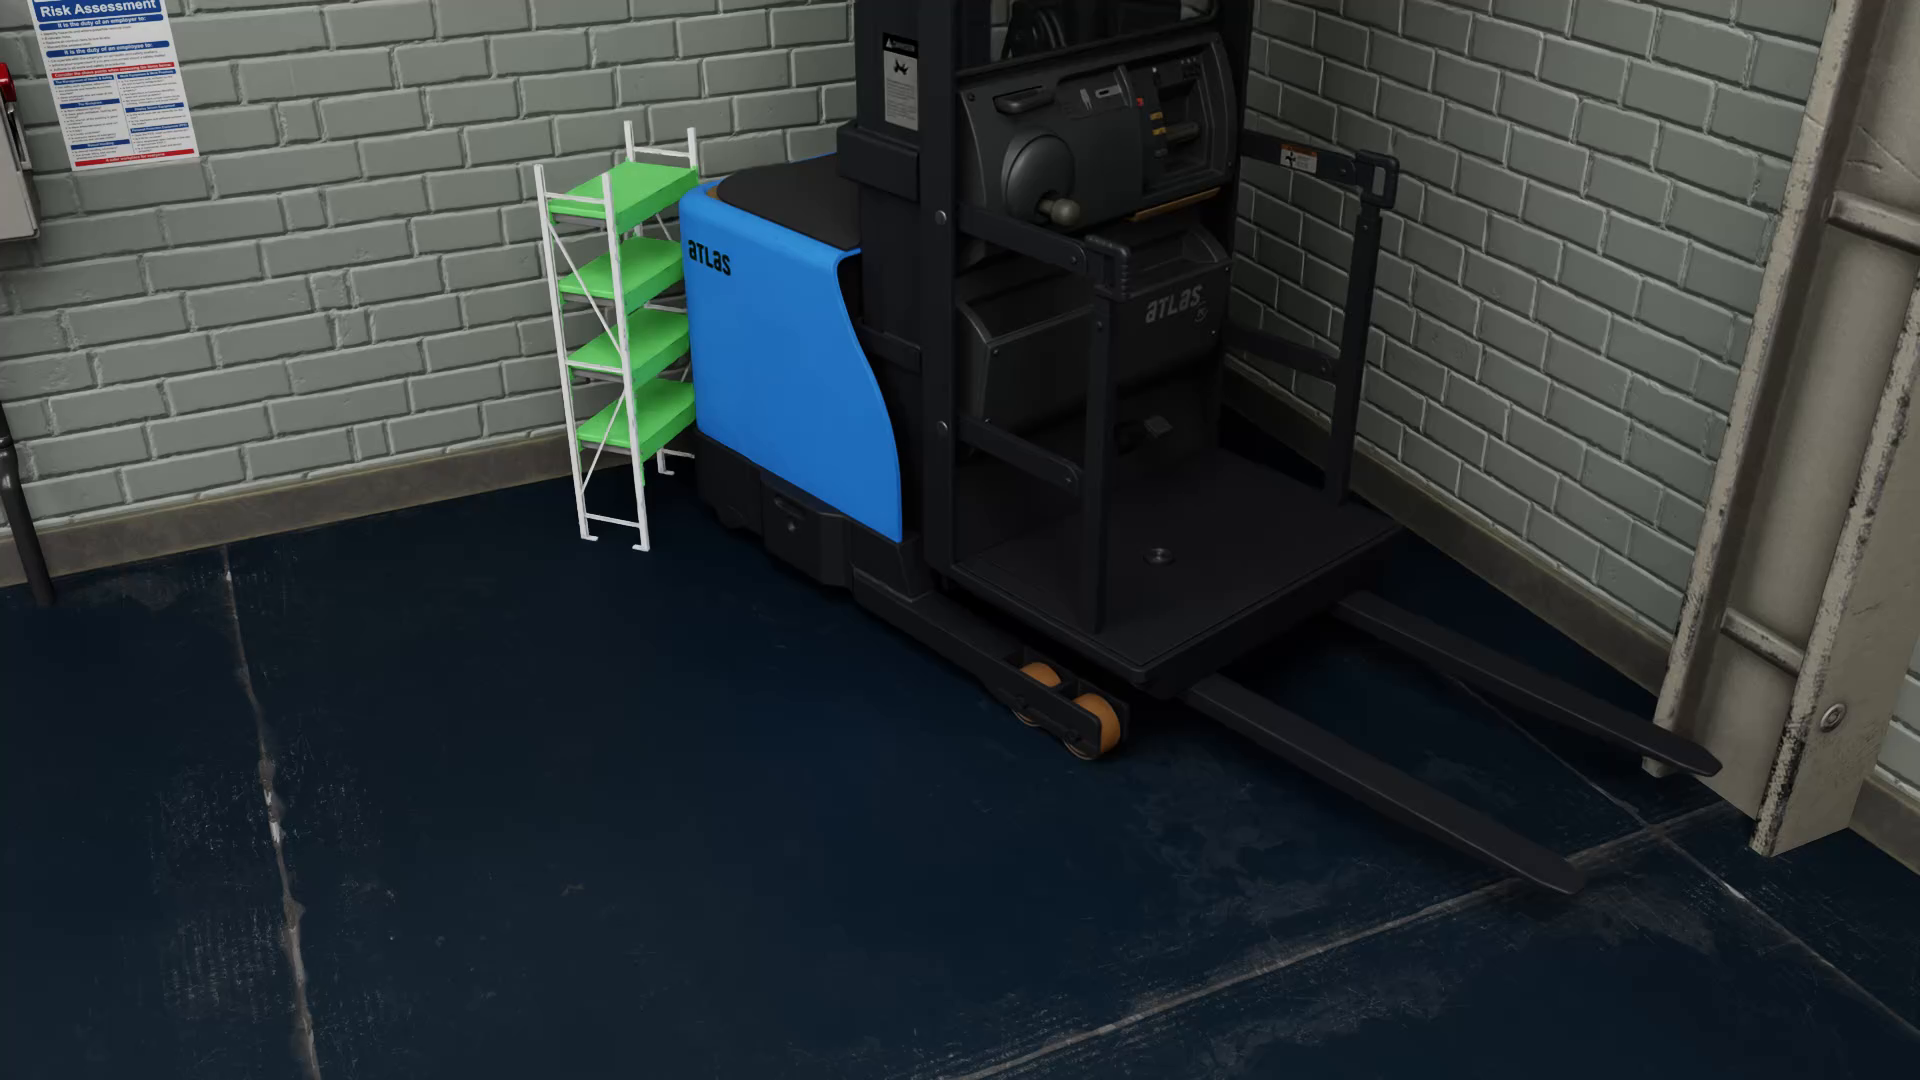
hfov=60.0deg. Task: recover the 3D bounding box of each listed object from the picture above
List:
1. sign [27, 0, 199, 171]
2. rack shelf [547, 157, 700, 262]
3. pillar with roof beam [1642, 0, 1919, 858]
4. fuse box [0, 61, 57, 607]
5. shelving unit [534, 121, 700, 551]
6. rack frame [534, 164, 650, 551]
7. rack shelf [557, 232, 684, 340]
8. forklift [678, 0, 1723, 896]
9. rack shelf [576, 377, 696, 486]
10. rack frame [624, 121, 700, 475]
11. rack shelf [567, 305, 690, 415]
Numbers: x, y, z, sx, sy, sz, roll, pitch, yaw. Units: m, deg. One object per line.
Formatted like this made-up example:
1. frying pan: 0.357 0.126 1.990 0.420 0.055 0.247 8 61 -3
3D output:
1. sign: -2.311 -1.271 4.547 0.329 0.494 0.001 -13 32 -22
2. rack shelf: -0.997 -0.987 4.932 0.258 0.148 0.480 10 31 18
3. pillar with roof beam: -1.936 -2.392 0.315 9.100 9.000 0.400 -13 32 -22
4. fuse box: -2.668 -0.555 4.491 0.539 1.711 0.414 -13 32 -22
5. shelving unit: -0.997 -0.624 5.135 0.258 1.200 0.503 10 31 18
6. rack frame: -1.084 -0.512 4.936 0.240 1.200 0.015 10 31 18
7. rack shelf: -0.997 -0.777 5.049 0.258 0.148 0.480 10 31 18
8. forklift: 0.512 -1.000 4.037 1.130 2.935 3.031 -24 37 -36
9. rack shelf: -0.997 -0.358 5.284 0.258 0.148 0.480 10 31 18
10. rack frame: -0.911 -0.735 5.334 0.240 1.200 0.015 10 31 18
11. rack shelf: -0.997 -0.568 5.167 0.258 0.148 0.480 10 31 18
